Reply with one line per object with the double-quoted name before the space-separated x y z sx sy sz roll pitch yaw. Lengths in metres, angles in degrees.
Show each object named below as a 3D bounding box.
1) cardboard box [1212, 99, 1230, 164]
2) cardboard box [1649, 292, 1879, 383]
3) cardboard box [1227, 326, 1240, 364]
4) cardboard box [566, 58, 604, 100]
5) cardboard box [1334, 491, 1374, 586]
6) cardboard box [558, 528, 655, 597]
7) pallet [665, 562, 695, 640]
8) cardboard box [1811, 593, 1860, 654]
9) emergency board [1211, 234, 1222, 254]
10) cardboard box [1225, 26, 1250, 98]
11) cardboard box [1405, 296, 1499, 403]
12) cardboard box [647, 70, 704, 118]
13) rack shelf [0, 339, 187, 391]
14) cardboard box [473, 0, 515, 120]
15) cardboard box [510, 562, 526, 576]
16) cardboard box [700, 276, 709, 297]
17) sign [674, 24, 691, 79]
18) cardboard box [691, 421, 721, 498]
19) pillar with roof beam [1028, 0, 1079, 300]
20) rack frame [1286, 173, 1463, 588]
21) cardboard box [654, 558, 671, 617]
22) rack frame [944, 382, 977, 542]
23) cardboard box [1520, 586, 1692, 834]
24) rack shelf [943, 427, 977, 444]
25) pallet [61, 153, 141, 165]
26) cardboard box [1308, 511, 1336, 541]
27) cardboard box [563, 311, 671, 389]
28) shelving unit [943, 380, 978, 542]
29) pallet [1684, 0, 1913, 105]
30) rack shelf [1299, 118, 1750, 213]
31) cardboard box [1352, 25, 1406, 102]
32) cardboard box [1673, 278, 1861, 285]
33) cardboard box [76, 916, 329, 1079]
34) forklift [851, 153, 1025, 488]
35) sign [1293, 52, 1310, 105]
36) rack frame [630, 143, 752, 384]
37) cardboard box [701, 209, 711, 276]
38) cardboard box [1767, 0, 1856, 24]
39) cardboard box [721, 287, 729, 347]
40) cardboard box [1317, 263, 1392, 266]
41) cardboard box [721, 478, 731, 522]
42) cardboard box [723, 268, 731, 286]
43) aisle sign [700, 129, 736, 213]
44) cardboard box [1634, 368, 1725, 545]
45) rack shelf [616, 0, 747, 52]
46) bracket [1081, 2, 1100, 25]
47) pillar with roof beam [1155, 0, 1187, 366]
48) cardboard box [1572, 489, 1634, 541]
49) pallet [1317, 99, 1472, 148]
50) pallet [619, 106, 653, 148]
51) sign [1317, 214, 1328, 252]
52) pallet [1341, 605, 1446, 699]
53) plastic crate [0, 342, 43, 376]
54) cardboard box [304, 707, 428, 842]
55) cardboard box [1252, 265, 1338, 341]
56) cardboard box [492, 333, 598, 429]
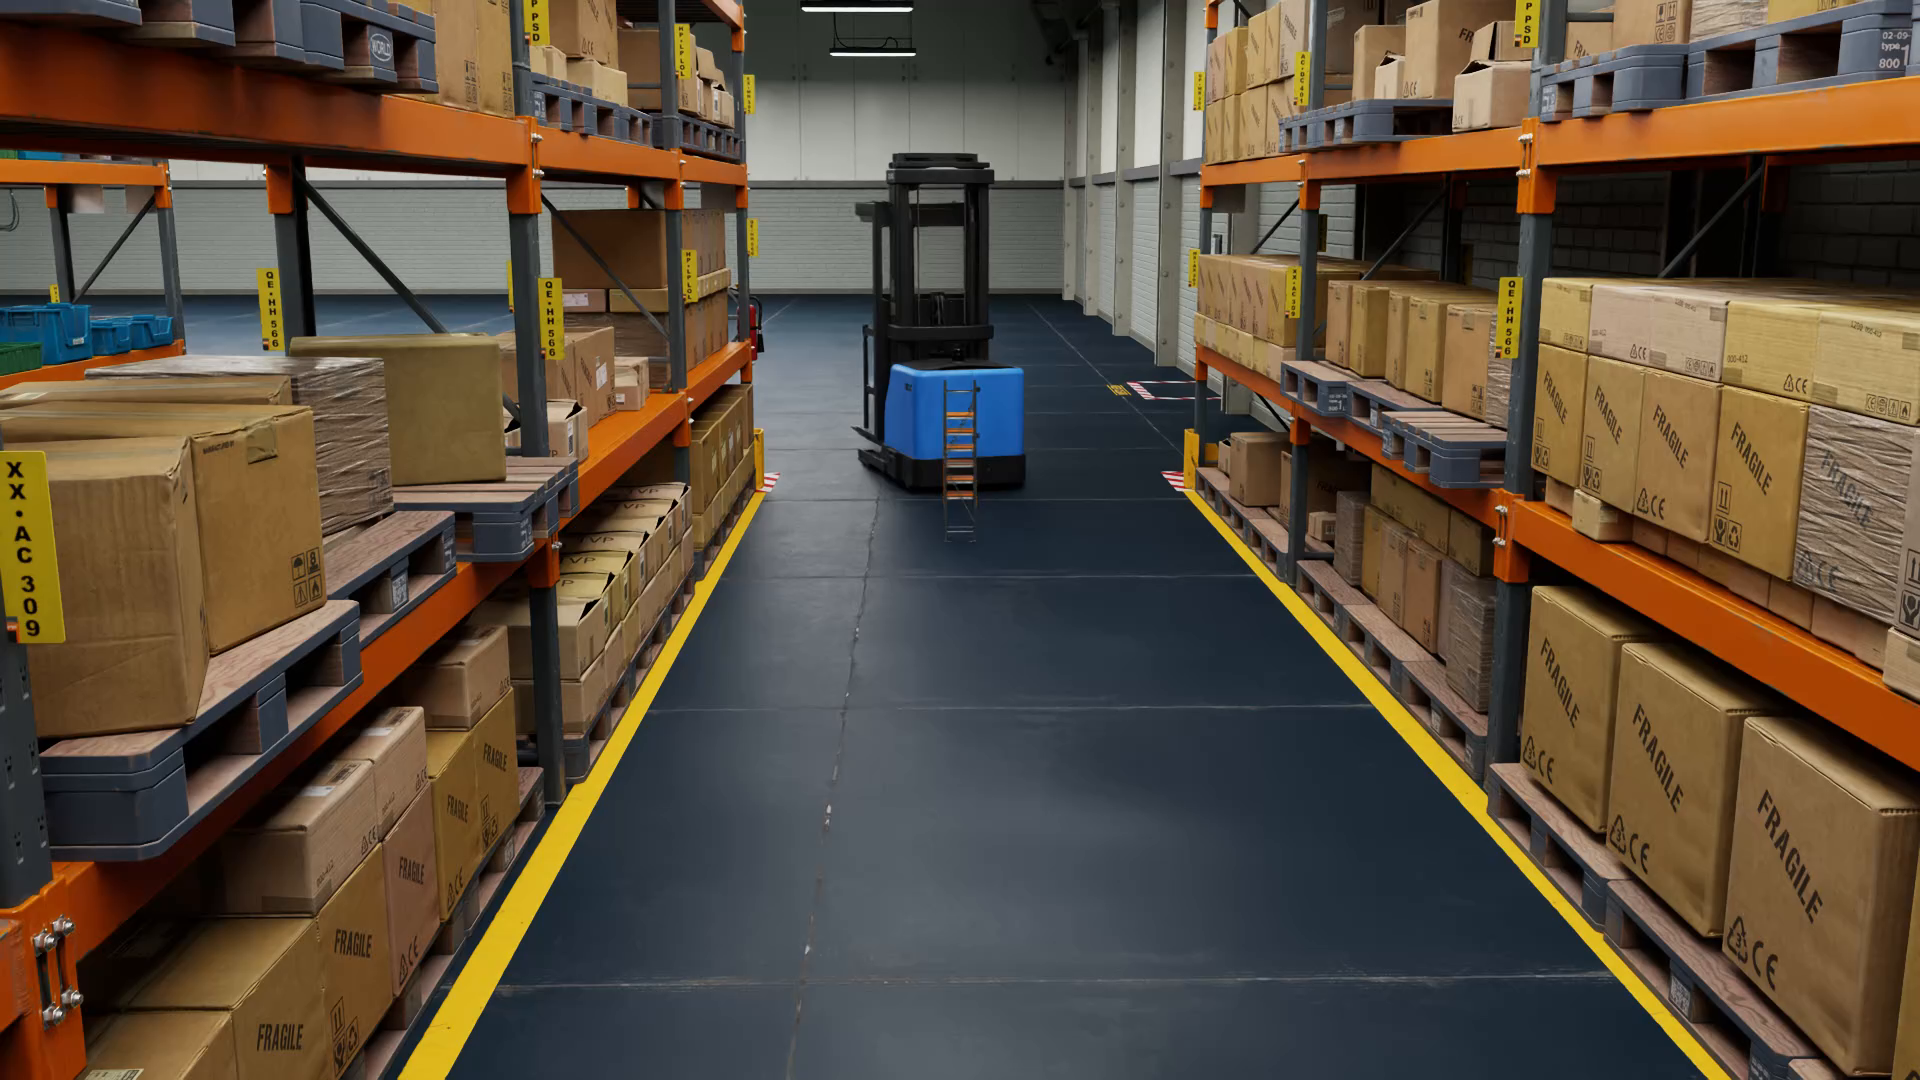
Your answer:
"cardboard box" 2.336 -3.319 13.530 0.500 0.500 0.500 1 11 3
"cardboard box" 2.547 -0.649 5.279 0.500 0.250 0.500 0 11 -1
"cardboard box" 2.334 -1.498 12.725 0.500 0.250 0.500 0 11 -1
"cardboard box" -2.249 -2.519 9.210 0.500 0.250 0.500 -1 12 -7
"cardboard box" 2.718 -0.014 10.265 0.700 0.500 0.500 0 11 1
"cardboard box" -1.940 0.100 8.971 0.500 0.311 0.500 0 11 -2
"pallet" -2.212 0.364 10.233 1.003 0.211 1.213 0 11 -1
"cardboard box" 2.579 0.215 4.537 0.380 0.149 0.250 -1 11 -3
"emergency board" 3.346 -3.513 22.333 0.194 1.169 0.643 0 11 -1
"cardboard box" 2.350 -3.704 12.914 0.500 0.500 0.500 0 11 0
"cardboard box" 2.701 -0.980 8.489 0.700 0.500 0.500 0 11 -1
"cardboard box" -2.024 -3.058 11.360 0.500 0.311 0.500 -1 12 -4
"rack shelf" -7.260 -1.174 12.611 1.077 0.370 4.000 0 11 -1
"cardboard box" -2.141 -1.786 6.023 0.910 0.500 0.500 0 11 -1
"cardboard box" -2.466 0.207 8.445 0.500 0.311 0.500 0 11 -2
"cardboard box" -2.117 -1.927 12.632 0.380 0.149 0.250 0 11 -2
"sign" -1.724 -3.031 10.317 0.100 0.325 0.005 0 11 -1
"cardboard box" -1.981 -0.567 11.784 0.500 0.500 0.500 0 11 -1
"pillar with roof beam" -1.441 -10.715 42.743 9.100 9.000 0.548 0 11 -1
"rack frame" 2.686 -1.170 10.781 1.000 3.000 0.127 0 11 -1
"cardboard box" -1.948 0.277 9.511 0.500 0.250 0.500 0 11 0
"rack frame" 0.002 -0.573 12.364 0.240 1.200 0.006 0 11 -1
"cardboard box" 2.653 0.620 6.310 0.750 0.750 0.750 0 11 -2
"rack shelf" 0.000 -0.783 12.415 0.258 0.103 0.180 0 11 -1
"pallet" -7.382 -3.137 13.408 1.003 0.211 1.213 0 11 -1
"cardboard box" 2.645 -0.103 11.542 0.380 0.166 0.250 -2 12 -9
"cardboard box" -2.282 -1.286 11.102 0.700 0.500 0.500 -1 11 -3
"shelving unit" 0.000 -0.591 12.454 0.258 1.200 0.189 0 11 -1
"pallet" 2.861 -1.402 4.857 1.003 0.211 1.213 0 11 1
"rack shelf" 2.727 -1.890 8.595 1.077 0.370 4.000 0 11 -1
"cardboard box" 2.617 -2.786 9.894 0.500 0.500 0.500 1 12 7
"cardboard box" 3.037 -0.858 6.306 0.500 0.250 0.500 0 11 0
"cardboard box" -1.890 1.248 4.044 0.500 0.500 0.500 0 11 0
"forklift" -0.352 -2.140 15.738 1.130 2.935 3.031 -4 12 -17
"sign" 2.144 -2.889 10.413 0.100 0.325 0.005 0 11 -1
"rack frame" -2.349 -1.944 14.596 1.000 3.000 0.127 0 11 -1
"cardboard box" -2.324 -2.321 12.939 0.700 0.500 0.500 0 11 -1
"cardboard box" 2.898 -1.798 4.975 0.700 0.500 0.500 0 11 2
"cardboard box" -2.352 -1.900 14.129 0.700 0.500 0.500 0 11 -1
"cardboard box" 2.874 -1.770 12.179 0.500 0.500 0.500 0 11 0
"cardboard box" -1.983 -0.299 12.349 0.500 0.250 0.500 0 11 -1
"cardboard box" -2.151 -2.236 14.151 0.380 0.149 0.250 0 11 -2
"aisle sign" -2.057 -3.232 14.408 0.394 0.787 0.004 0 11 -1
"cardboard box" 2.534 -0.279 5.339 0.500 0.500 0.500 0 11 -1
"rack shelf" -2.308 -3.938 12.151 1.077 0.370 4.000 0 11 -1
"bracket" 2.694 -10.708 33.655 0.076 0.066 4.783 0 11 -1
"pillar with roof beam" -1.069 -7.137 25.106 9.100 9.000 0.400 0 11 -1
"cardboard box" 2.461 -0.092 6.048 0.380 0.149 0.250 0 11 1
"pallet" 2.617 -2.219 8.878 1.213 0.211 1.003 0 11 -1
"pallet" -2.235 -2.350 9.534 0.805 0.209 1.217 -1 11 -3
"sign" 3.159 -2.686 14.545 0.100 0.325 0.005 0 11 -1
"pallet" 2.732 0.595 9.097 1.003 0.211 1.213 0 11 -1
"plastic crate" -6.965 -1.296 11.937 0.450 0.188 0.662 0 11 -1
"cardboard box" -1.899 0.688 4.919 0.500 0.250 0.500 0 11 -2
"cardboard box" 2.351 -1.666 11.665 0.500 0.500 0.500 0 11 -1
"cardboard box" -2.246 -0.841 8.907 0.500 0.500 0.500 0 11 -1
